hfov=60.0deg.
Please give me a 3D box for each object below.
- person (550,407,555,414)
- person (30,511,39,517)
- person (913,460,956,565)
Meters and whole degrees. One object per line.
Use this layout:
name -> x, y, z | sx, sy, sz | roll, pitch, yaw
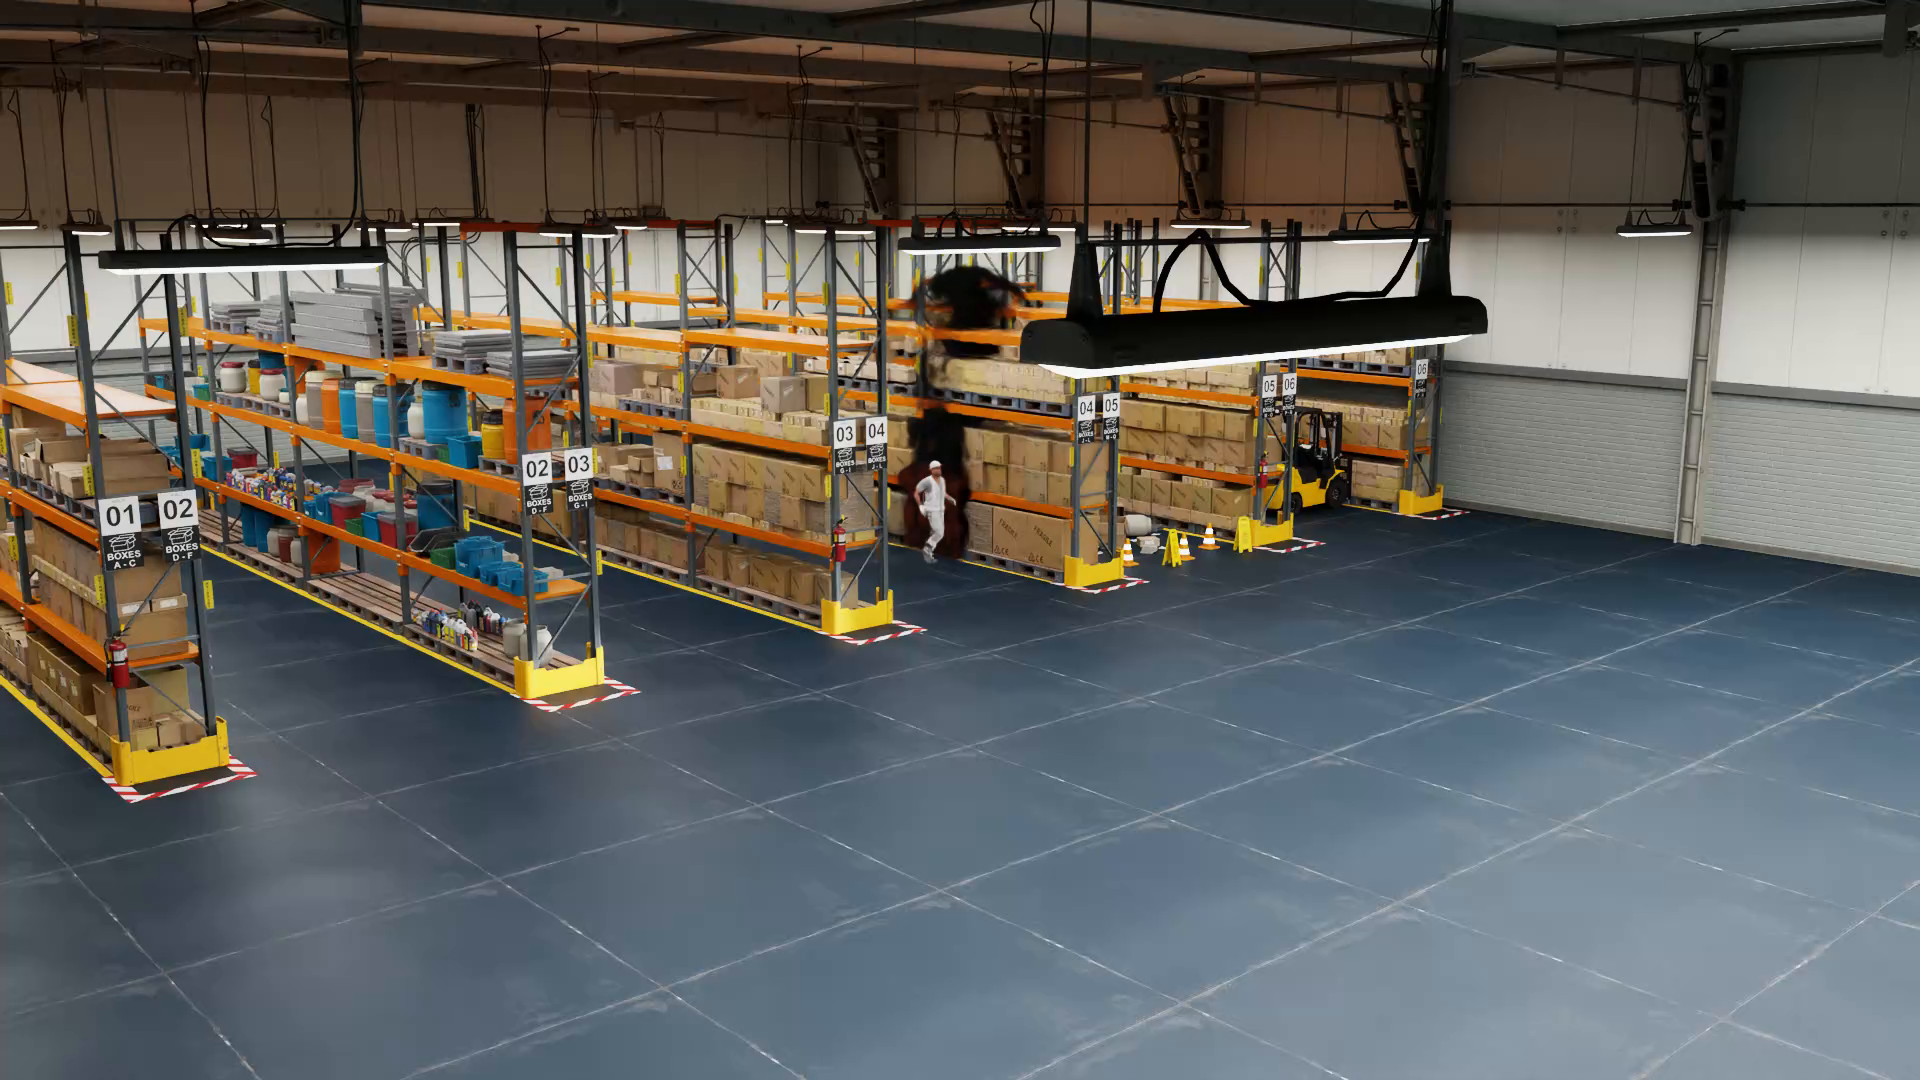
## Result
person -> -9.861, -2.332, 39.285 | 0.823, 1.651, 0.528 | -1, 11, -4
person -> -16.780, -0.525, 30.310 | 0.566, 1.676, 0.629 | 10, 15, 42
person -> -0.379, -0.467, 28.298 | 0.579, 1.785, 0.663 | 8, 14, 35
